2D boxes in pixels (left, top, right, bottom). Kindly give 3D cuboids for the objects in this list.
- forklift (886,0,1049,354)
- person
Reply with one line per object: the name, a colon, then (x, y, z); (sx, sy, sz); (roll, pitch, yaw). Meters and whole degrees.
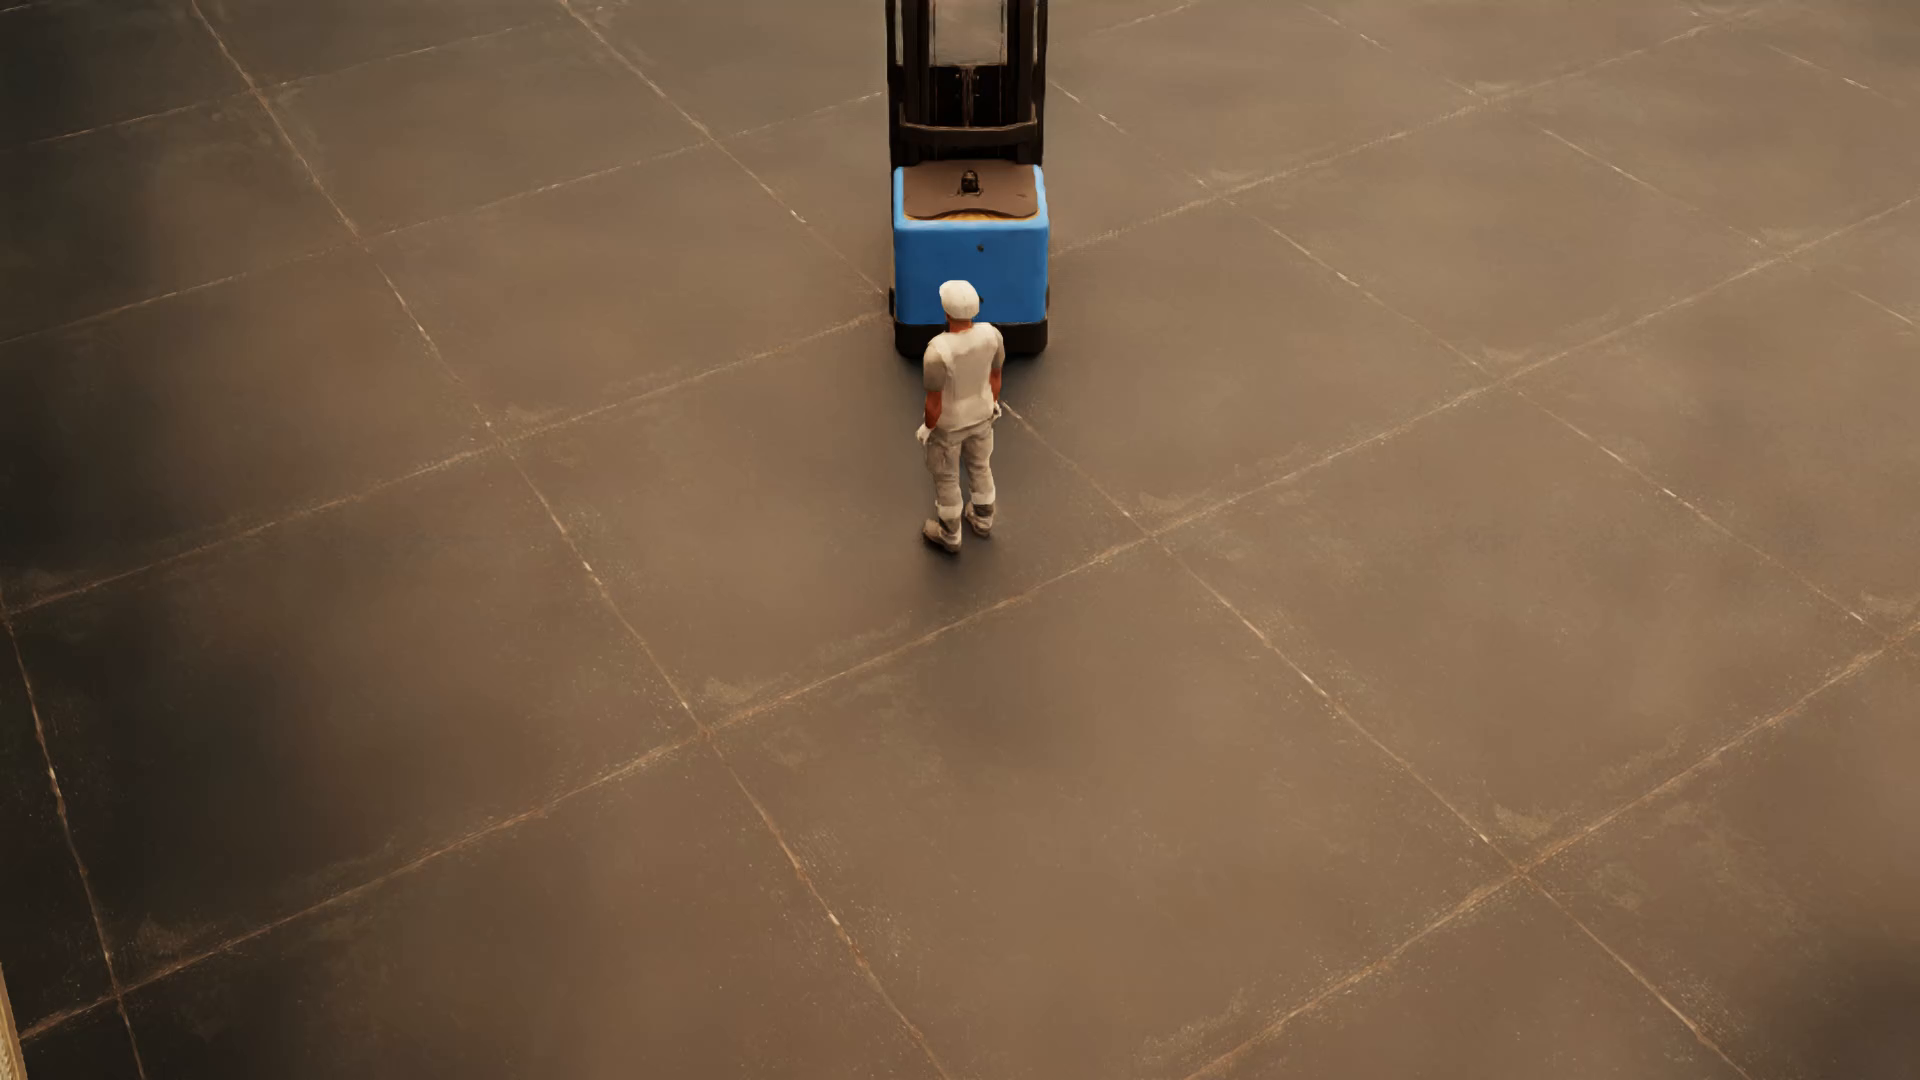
forklift: (0.037, -3.332, 11.684); (1.130, 2.935, 3.031); (-1, 41, -1)
person: (-0.012, -0.716, 9.496); (0.540, 1.795, 0.349); (-23, 46, -24)
